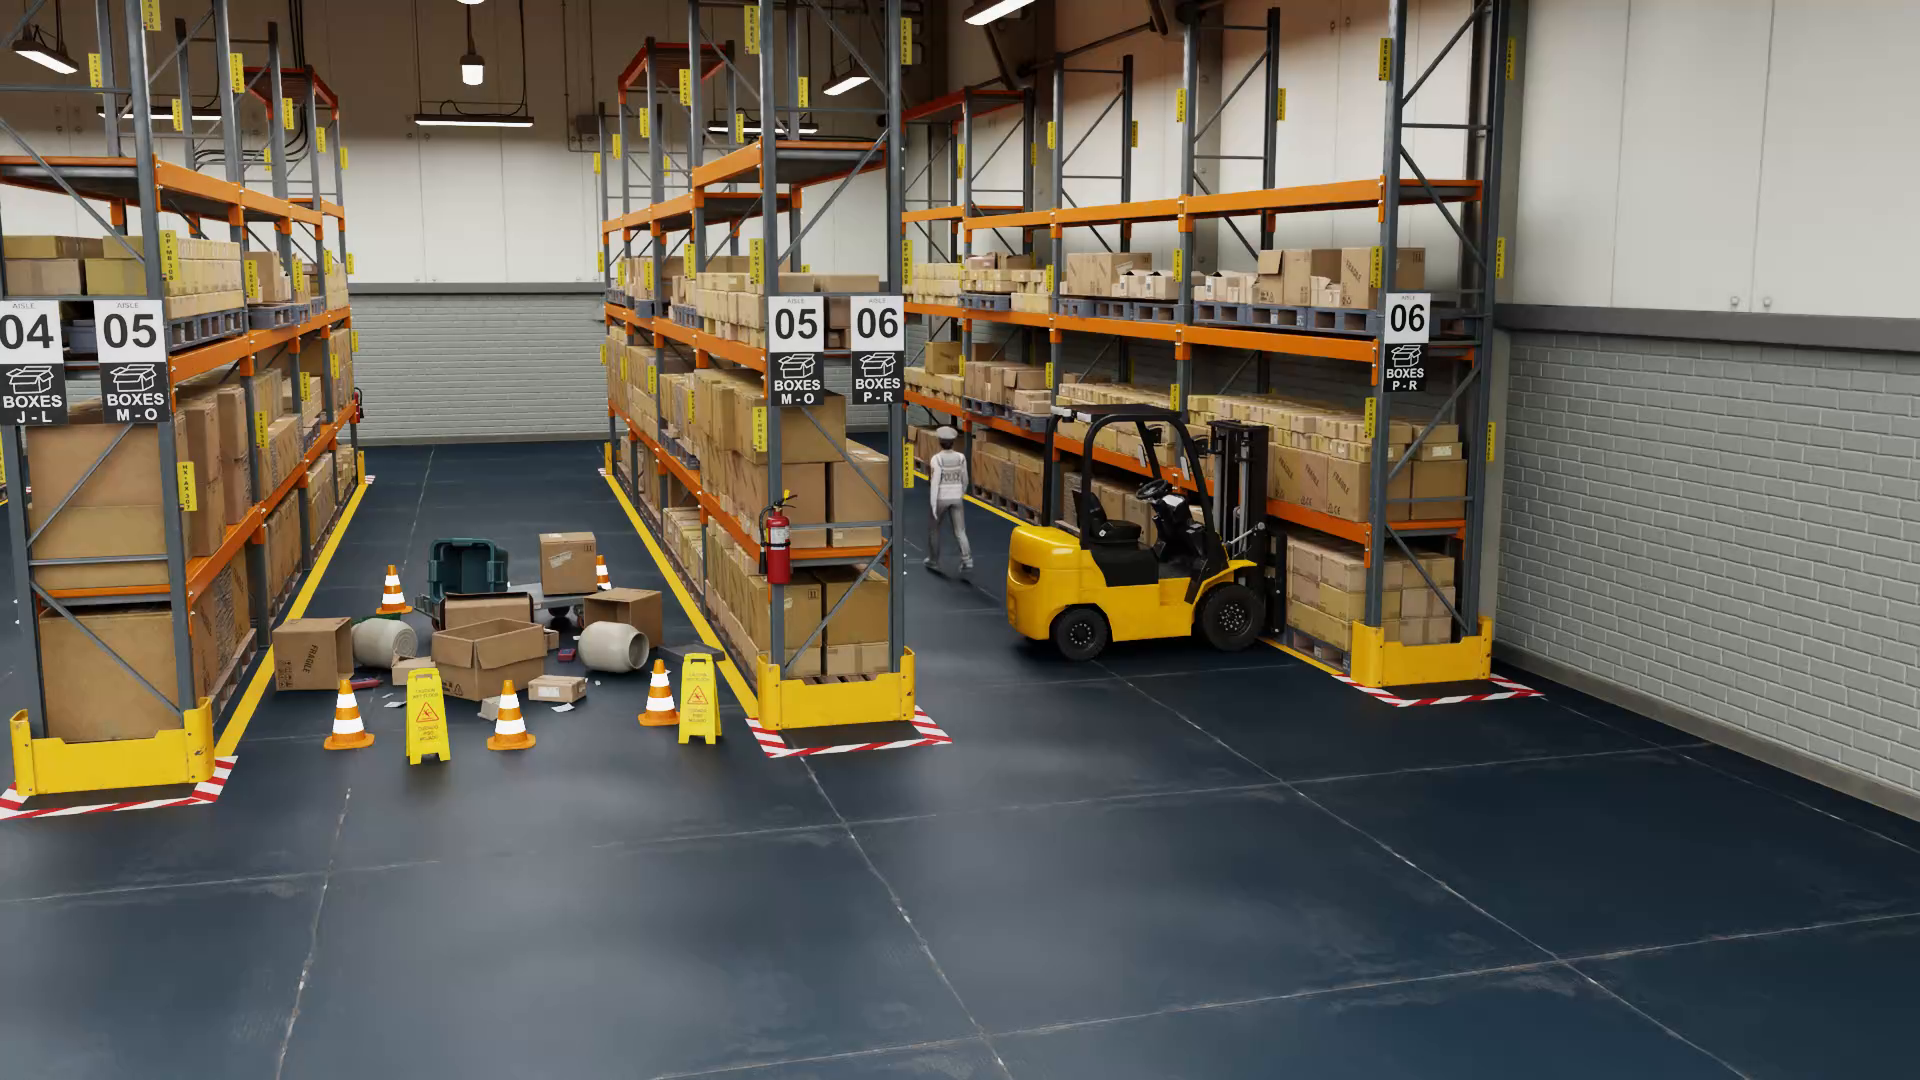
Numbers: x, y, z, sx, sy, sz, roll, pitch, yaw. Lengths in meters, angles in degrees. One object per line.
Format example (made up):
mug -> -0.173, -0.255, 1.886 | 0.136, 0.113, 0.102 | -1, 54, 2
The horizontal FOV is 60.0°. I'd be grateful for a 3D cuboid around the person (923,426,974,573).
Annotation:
person -> -0.128, -0.446, 18.493 | 0.519, 1.635, 1.038 | -4, 10, -20
